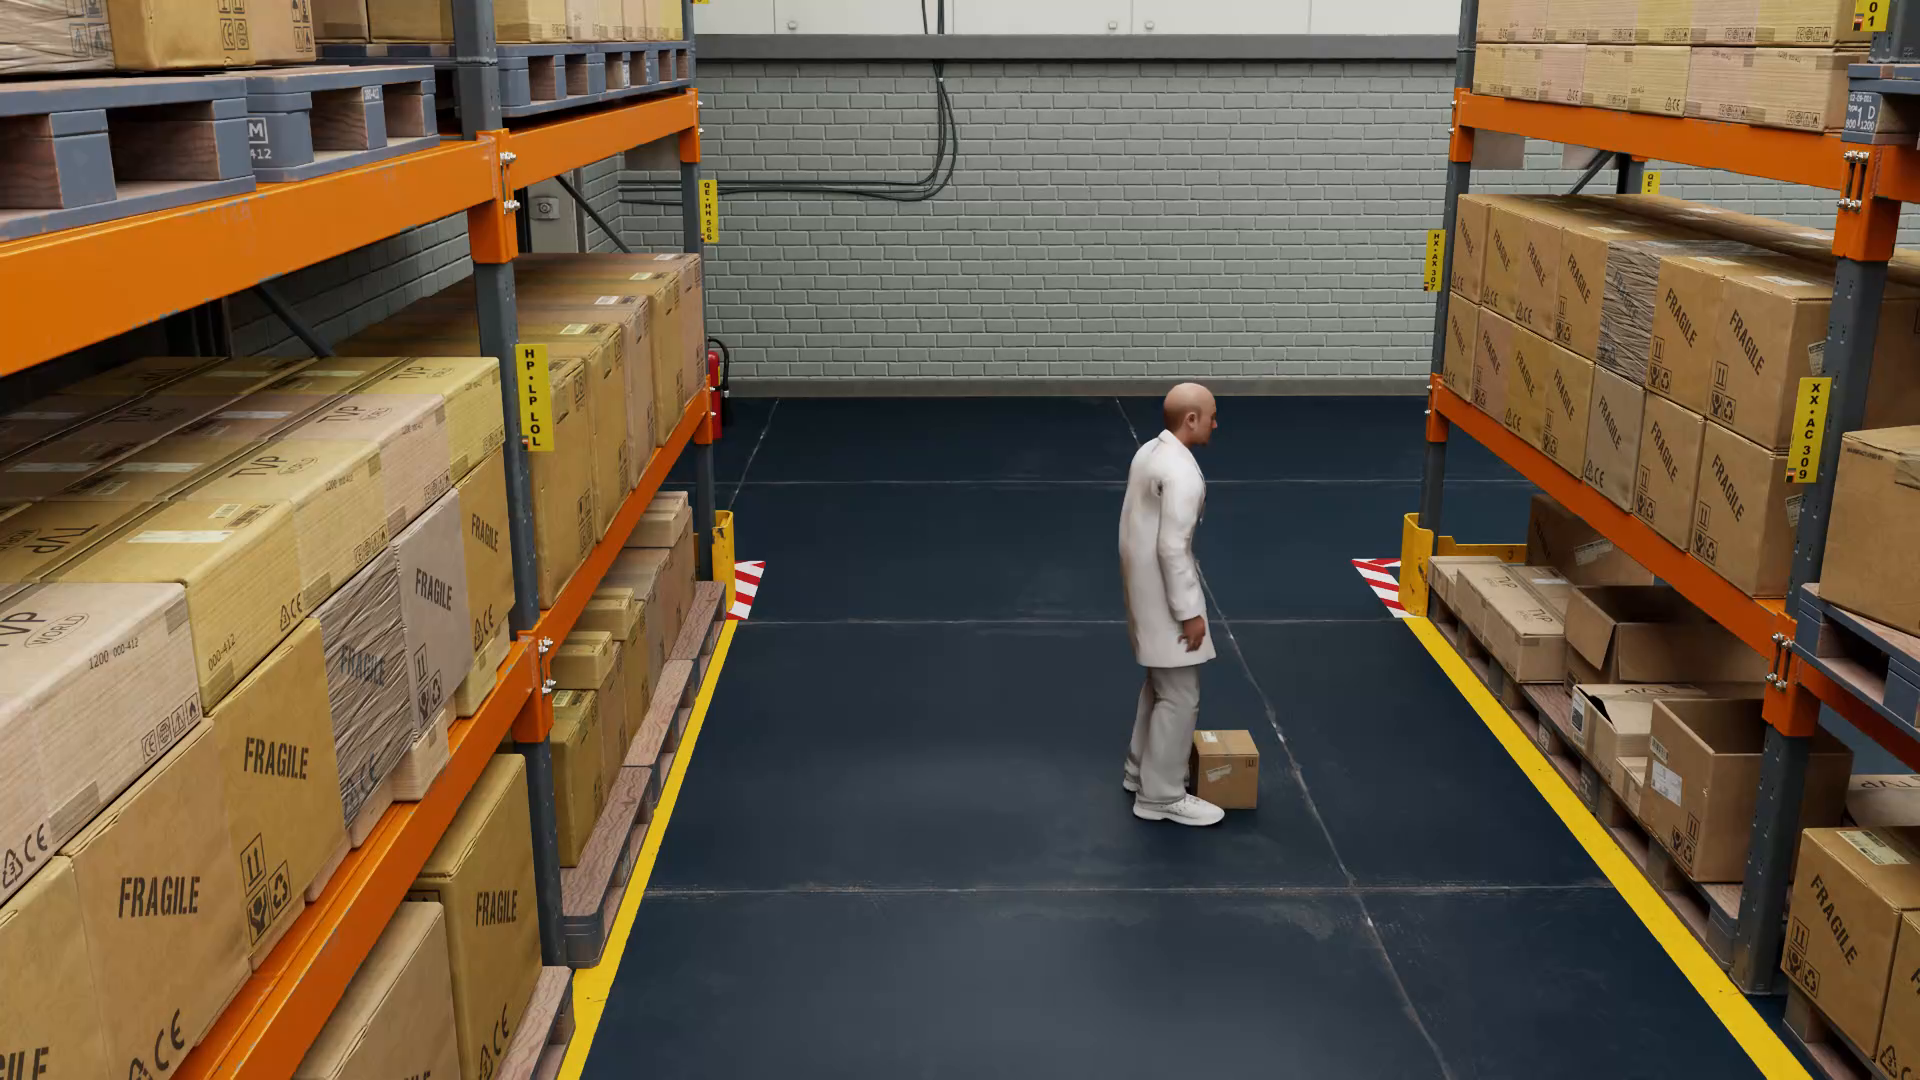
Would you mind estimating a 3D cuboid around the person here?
[{"bbox_3d":[0.861,0.238,6.786,0.429,1.772,0.649,-1,17,-4],"label":"person"}]
